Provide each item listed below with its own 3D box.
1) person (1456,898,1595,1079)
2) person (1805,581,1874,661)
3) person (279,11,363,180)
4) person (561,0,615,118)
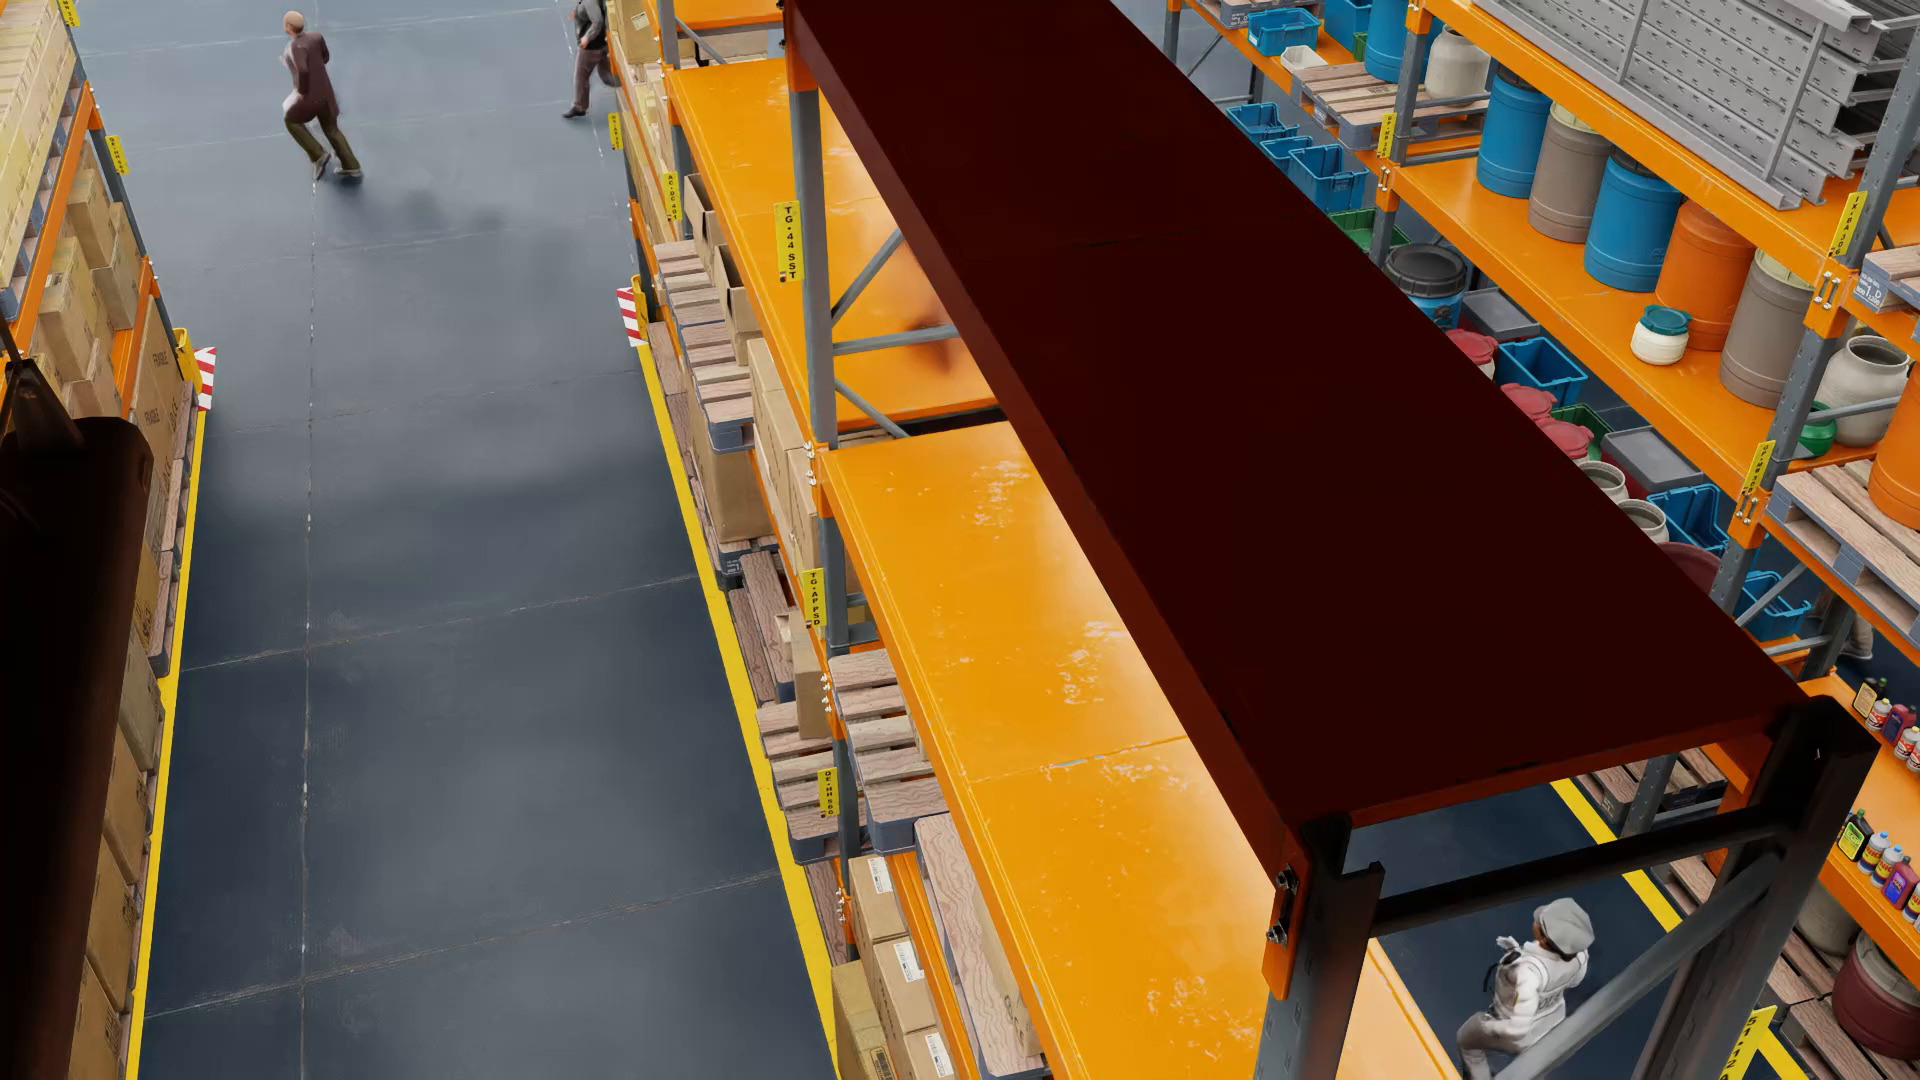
[{"bbox_3d":[2.697,2.345,8.094,0.588,1.739,0.648,-15,41,-18],"label":"person"},{"bbox_3d":[6.191,0.049,11.414,0.626,1.810,0.800,-12,40,-14],"label":"person"},{"bbox_3d":[-6.665,-4.577,17.193,0.812,1.779,0.694,15,41,19],"label":"person"},{"bbox_3d":[-4.020,-5.437,18.297,1.012,1.699,0.671,11,40,13],"label":"person"}]
